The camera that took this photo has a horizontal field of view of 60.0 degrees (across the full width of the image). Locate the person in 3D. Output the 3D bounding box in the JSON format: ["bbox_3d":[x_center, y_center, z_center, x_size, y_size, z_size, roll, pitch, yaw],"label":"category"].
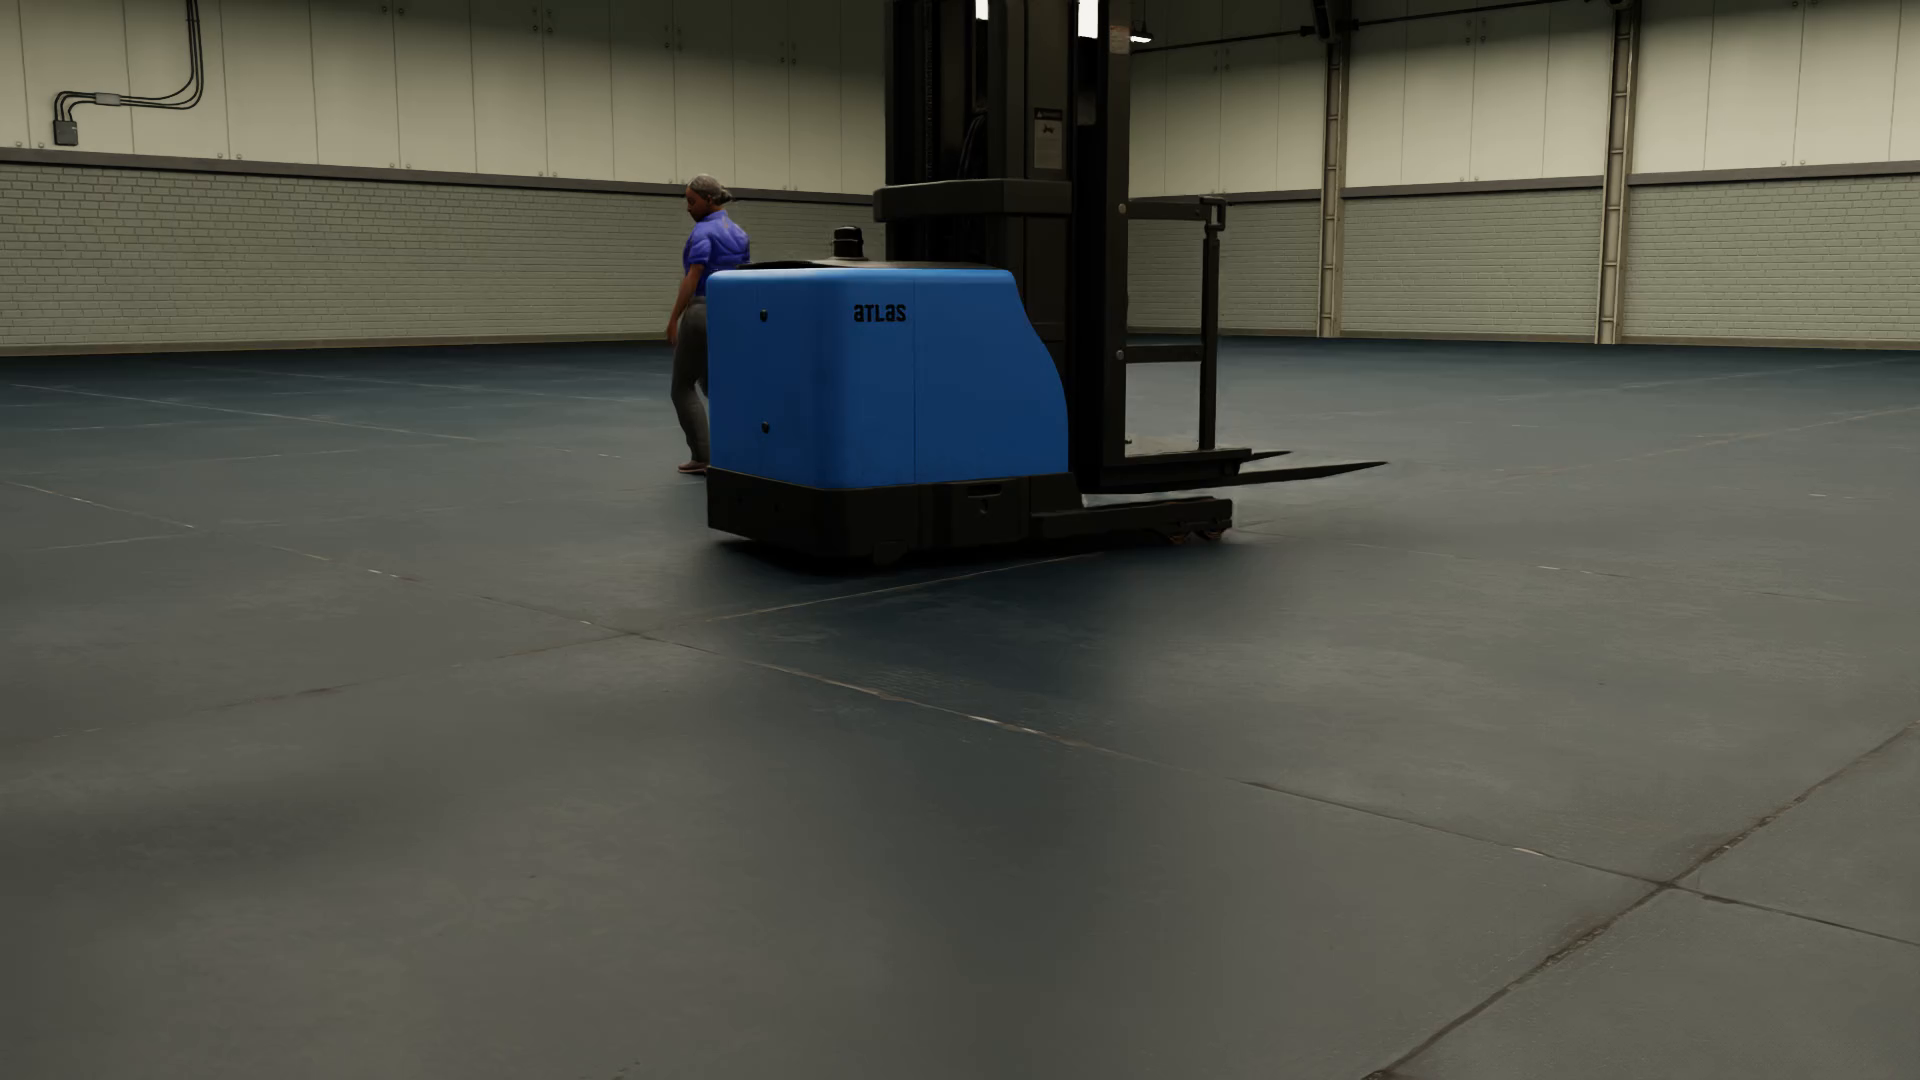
[{"bbox_3d":[-1.406,-1.156,9.002,0.497,1.619,0.659,7,11,37],"label":"person"}]

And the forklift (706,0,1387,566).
[{"bbox_3d":[0.506,-1.500,6.837,3.031,2.935,1.130,-6,10,-33],"label":"forklift"}]
